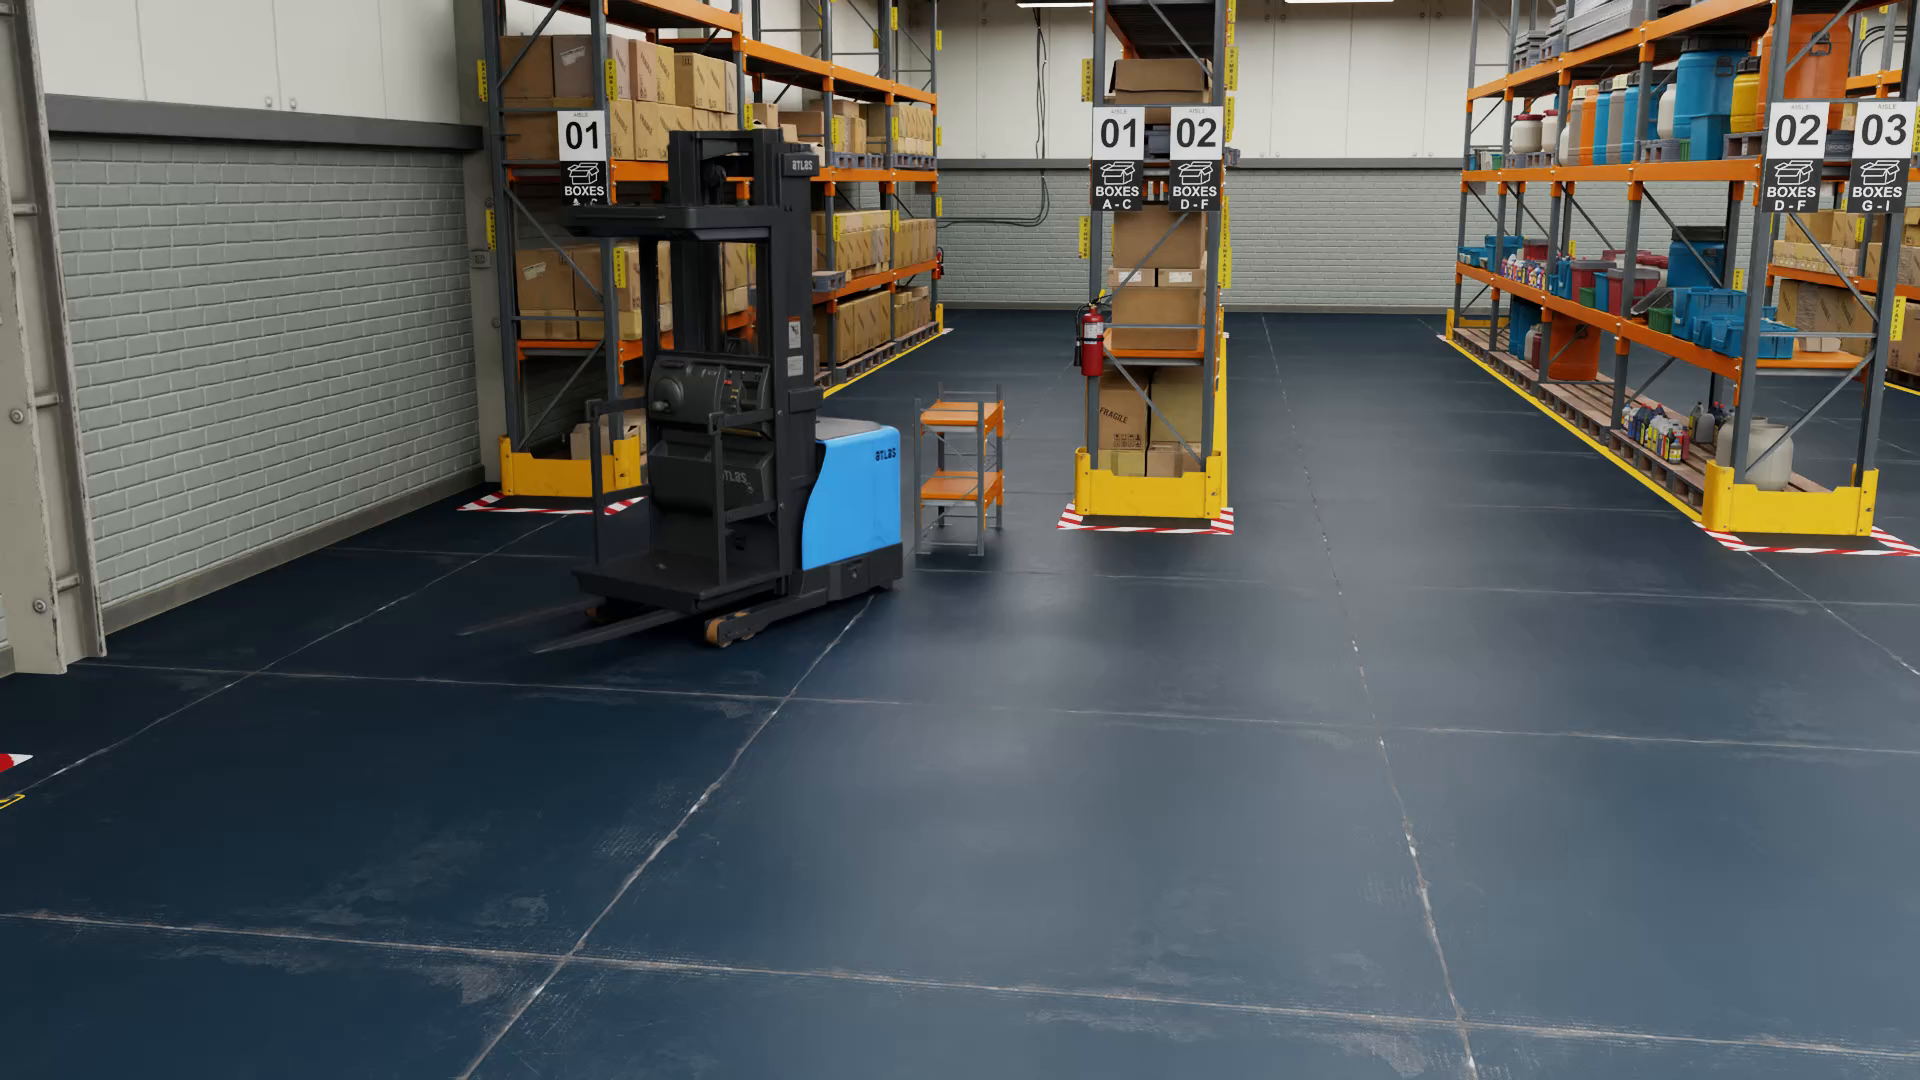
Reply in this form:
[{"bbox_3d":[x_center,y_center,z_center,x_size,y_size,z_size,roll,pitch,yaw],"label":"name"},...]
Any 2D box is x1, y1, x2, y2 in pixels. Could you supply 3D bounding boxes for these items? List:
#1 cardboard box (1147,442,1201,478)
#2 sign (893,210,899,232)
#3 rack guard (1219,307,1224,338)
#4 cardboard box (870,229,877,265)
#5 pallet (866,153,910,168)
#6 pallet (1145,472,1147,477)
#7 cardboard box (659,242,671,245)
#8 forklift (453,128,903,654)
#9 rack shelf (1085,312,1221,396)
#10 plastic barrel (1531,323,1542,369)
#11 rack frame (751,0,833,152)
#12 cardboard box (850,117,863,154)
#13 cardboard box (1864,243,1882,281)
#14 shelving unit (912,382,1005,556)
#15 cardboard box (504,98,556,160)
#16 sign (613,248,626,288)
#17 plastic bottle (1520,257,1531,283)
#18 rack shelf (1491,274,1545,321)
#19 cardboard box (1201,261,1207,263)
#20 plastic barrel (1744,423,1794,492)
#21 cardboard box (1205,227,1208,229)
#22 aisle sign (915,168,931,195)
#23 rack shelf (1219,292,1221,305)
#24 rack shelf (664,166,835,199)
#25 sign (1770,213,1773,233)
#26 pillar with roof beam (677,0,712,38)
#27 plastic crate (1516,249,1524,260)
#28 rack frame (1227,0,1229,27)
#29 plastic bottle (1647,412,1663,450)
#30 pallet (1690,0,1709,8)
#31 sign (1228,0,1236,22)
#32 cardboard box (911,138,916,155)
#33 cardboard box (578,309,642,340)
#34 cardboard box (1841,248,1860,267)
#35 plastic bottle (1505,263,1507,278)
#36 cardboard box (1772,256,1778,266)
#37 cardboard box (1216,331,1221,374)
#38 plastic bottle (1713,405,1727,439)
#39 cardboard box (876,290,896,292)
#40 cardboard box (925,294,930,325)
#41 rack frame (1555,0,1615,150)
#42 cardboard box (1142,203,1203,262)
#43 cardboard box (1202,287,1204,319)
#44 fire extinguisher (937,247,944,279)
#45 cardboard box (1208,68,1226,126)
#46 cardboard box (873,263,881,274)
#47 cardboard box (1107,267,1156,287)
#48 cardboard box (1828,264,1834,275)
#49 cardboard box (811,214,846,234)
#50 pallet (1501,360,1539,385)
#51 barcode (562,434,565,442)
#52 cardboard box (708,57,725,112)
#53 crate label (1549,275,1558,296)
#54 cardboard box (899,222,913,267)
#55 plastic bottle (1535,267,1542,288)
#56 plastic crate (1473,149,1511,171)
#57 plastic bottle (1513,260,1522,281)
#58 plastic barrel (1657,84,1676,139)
[{"bbox_3d":[1.832,-0.660,13.964,0.500,0.250,0.500,2,12,9],"label":"cardboard box"},{"bbox_3d":[-0.983,-4.864,25.381,0.100,0.325,0.005,2,12,9],"label":"sign"},{"bbox_3d":[3.978,-3.787,28.879,1.175,0.500,0.348,2,12,9],"label":"rack guard"},{"bbox_3d":[-1.497,-4.241,24.060,0.500,0.500,0.500,2,12,9],"label":"cardboard box"},{"bbox_3d":[-1.384,-5.945,26.049,1.003,0.211,1.213,2,12,9],"label":"pallet"},{"bbox_3d":[1.606,-0.492,14.273,1.003,0.211,1.213,2,12,9],"label":"pallet"},{"bbox_3d":[-2.756,-2.564,15.800,0.500,0.500,0.500,2,12,10],"label":"cardboard box"},{"bbox_3d":[-1.631,-0.926,9.834,1.130,2.935,3.031,8,15,34],"label":"forklift"},{"bbox_3d":[1.837,-1.759,15.242,1.077,0.370,4.000,2,12,9],"label":"rack shelf"},{"bbox_3d":[7.886,-2.562,21.989,0.600,0.588,0.708,2,12,9],"label":"plastic barrel"},{"bbox_3d":[-2.136,-6.452,21.071,1.000,3.000,0.127,2,12,9],"label":"rack frame"},{"bbox_3d":[-1.786,-5.784,23.813,0.700,0.500,0.500,2,12,8],"label":"cardboard box"},{"bbox_3d":[12.845,-3.832,22.915,0.500,0.500,0.500,2,12,9],"label":"cardboard box"},{"bbox_3d":[0.001,-0.551,12.381,0.538,1.125,1.048,2,12,9],"label":"shelving unit"},{"bbox_3d":[-3.552,-3.474,14.088,0.500,0.500,0.500,3,12,13],"label":"cardboard box"},{"bbox_3d":[-2.830,-2.259,13.803,0.100,0.325,0.005,2,12,9],"label":"sign"},{"bbox_3d":[7.585,-3.608,22.232,0.144,0.351,0.185,2,12,9],"label":"plastic bottle"},{"bbox_3d":[7.961,-3.263,22.221,1.077,0.370,4.000,2,12,9],"label":"rack shelf"},{"bbox_3d":[1.960,-2.350,14.499,0.380,0.149,0.250,1,12,7],"label":"cardboard box"},{"bbox_3d":[6.449,-0.661,13.351,0.421,0.512,0.421,0,12,0],"label":"plastic barrel"},{"bbox_3d":[3.164,-4.076,23.055,0.700,0.500,0.500,-1,12,-6],"label":"cardboard box"},{"bbox_3d":[-0.598,-6.461,29.181,0.394,0.787,0.004,2,12,9],"label":"aisle sign"},{"bbox_3d":[3.067,-3.424,22.969,1.077,0.370,4.000,2,12,9],"label":"rack shelf"},{"bbox_3d":[-2.443,-4.217,19.531,1.077,0.370,4.000,2,12,9],"label":"rack shelf"},{"bbox_3d":[13.230,-5.184,27.186,0.100,0.325,0.005,2,12,9],"label":"sign"},{"bbox_3d":[1.064,-6.070,19.298,9.100,9.000,0.400,2,12,9],"label":"pillar with roof beam"},{"bbox_3d":[8.686,-4.314,25.530,0.437,0.282,0.530,2,12,9],"label":"plastic crate"},{"bbox_3d":[3.990,-7.957,28.057,1.000,3.000,0.127,2,12,9],"label":"rack frame"},{"bbox_3d":[6.410,-1.003,15.272,0.144,0.351,0.185,2,12,8],"label":"plastic bottle"},{"bbox_3d":[6.754,-4.583,13.797,1.003,0.211,1.213,2,12,9],"label":"pallet"},{"bbox_3d":[3.924,-7.642,24.000,0.100,0.325,0.005,2,12,9],"label":"sign"},{"bbox_3d":[-0.990,-6.347,26.826,0.500,0.250,0.500,2,12,7],"label":"cardboard box"},{"bbox_3d":[-2.977,-1.882,14.413,0.500,0.250,0.500,2,12,7],"label":"cardboard box"},{"bbox_3d":[12.971,-4.043,23.783,0.500,0.250,0.500,2,12,8],"label":"cardboard box"},{"bbox_3d":[7.756,-3.833,23.463,0.097,0.271,0.097,0,12,0],"label":"plastic bottle"},{"bbox_3d":[13.397,-4.517,26.929,0.380,0.149,0.250,2,12,9],"label":"cardboard box"},{"bbox_3d":[3.112,-2.438,21.575,0.500,0.500,0.500,2,12,11],"label":"cardboard box"},{"bbox_3d":[7.195,-1.102,15.732,0.144,0.351,0.185,1,12,6],"label":"plastic bottle"},{"bbox_3d":[-1.286,-4.104,27.816,0.380,0.149,0.250,2,12,9],"label":"cardboard box"},{"bbox_3d":[-0.914,-4.019,28.958,0.700,0.500,0.500,2,12,9],"label":"cardboard box"},{"bbox_3d":[7.654,-6.131,19.581,1.000,3.000,0.127,2,12,9],"label":"rack frame"},{"bbox_3d":[1.697,-2.595,14.096,0.700,0.500,0.500,2,12,7],"label":"cardboard box"},{"bbox_3d":[2.083,-2.483,16.658,0.700,0.500,0.500,2,12,7],"label":"cardboard box"},{"bbox_3d":[-0.426,-4.981,29.554,0.296,0.674,0.183,2,12,9],"label":"fire extinguisher"},{"bbox_3d":[2.055,-3.820,14.412,0.500,0.500,0.500,2,12,9],"label":"cardboard box"},{"bbox_3d":[-1.375,-3.997,24.467,0.380,0.149,0.250,2,12,9],"label":"cardboard box"},{"bbox_3d":[1.400,-2.146,13.553,0.380,0.149,0.250,2,12,8],"label":"cardboard box"},{"bbox_3d":[13.005,-3.982,24.448,0.380,0.149,0.250,2,12,10],"label":"cardboard box"},{"bbox_3d":[-1.807,-4.182,22.007,0.500,0.250,0.500,2,12,10],"label":"cardboard box"},{"bbox_3d":[7.924,-2.254,22.450,1.003,0.211,1.213,2,12,9],"label":"pallet"},{"bbox_3d":[-3.563,-0.917,14.944,0.001,0.075,0.075,2,12,9],"label":"barcode"},{"bbox_3d":[-2.634,-4.472,16.347,0.500,0.500,0.500,3,12,12],"label":"cardboard box"},{"bbox_3d":[7.218,-3.041,19.880,0.303,0.233,0.416,2,12,9],"label":"crate label"},{"bbox_3d":[-1.303,-4.763,26.761,0.980,0.700,0.700,2,12,7],"label":"cardboard box"},{"bbox_3d":[7.395,-3.345,21.201,0.097,0.271,0.097,0,12,0],"label":"plastic bottle"},{"bbox_3d":[8.377,-5.990,26.197,0.504,0.338,0.767,2,12,9],"label":"plastic crate"},{"bbox_3d":[7.679,-3.693,22.806,0.152,0.276,0.135,2,12,9],"label":"plastic bottle"},{"bbox_3d":[6.778,-4.008,15.591,0.421,0.512,0.421,0,12,0],"label":"plastic barrel"}]
